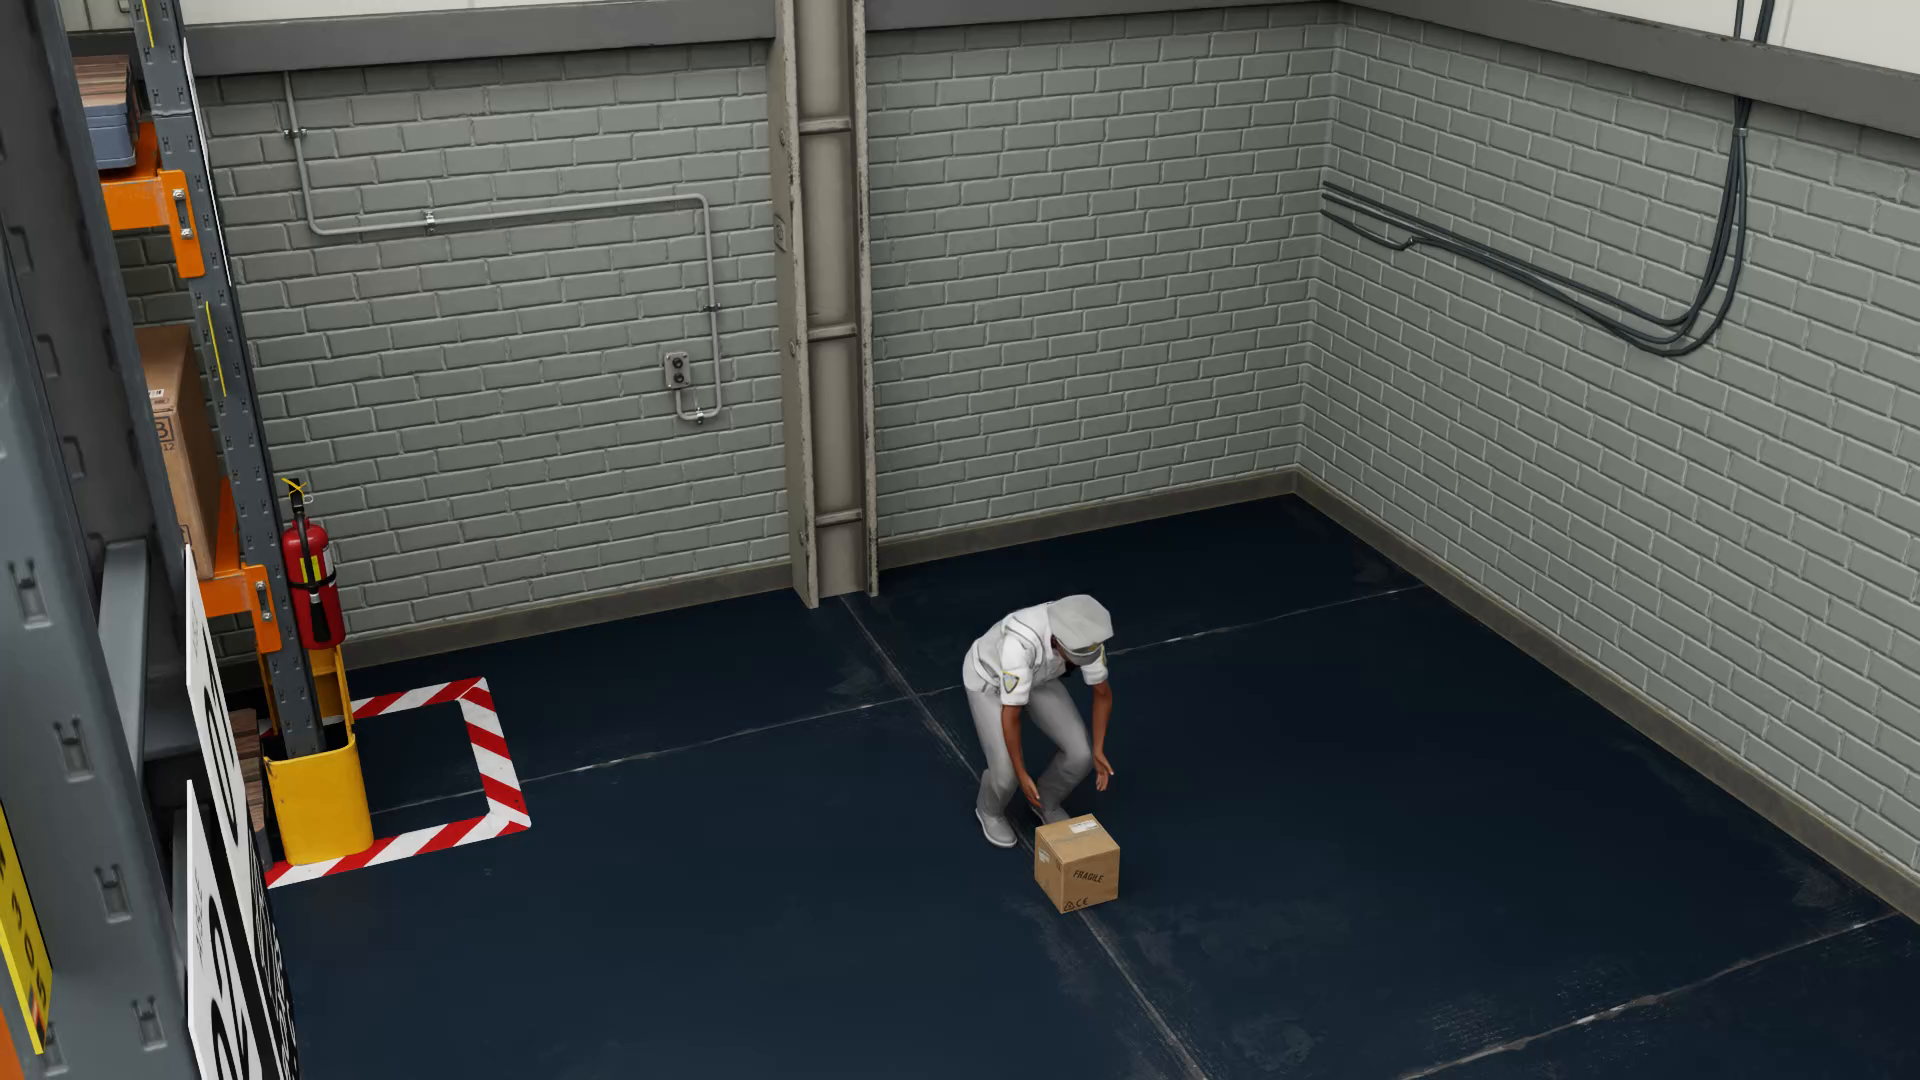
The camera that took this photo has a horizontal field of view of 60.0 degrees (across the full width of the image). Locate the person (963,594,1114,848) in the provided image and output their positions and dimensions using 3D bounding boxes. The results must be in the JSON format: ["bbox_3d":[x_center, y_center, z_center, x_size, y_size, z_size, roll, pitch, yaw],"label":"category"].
[{"bbox_3d":[0.333,0.688,6.722,0.500,1.217,0.792,-11,28,-21],"label":"person"}]
